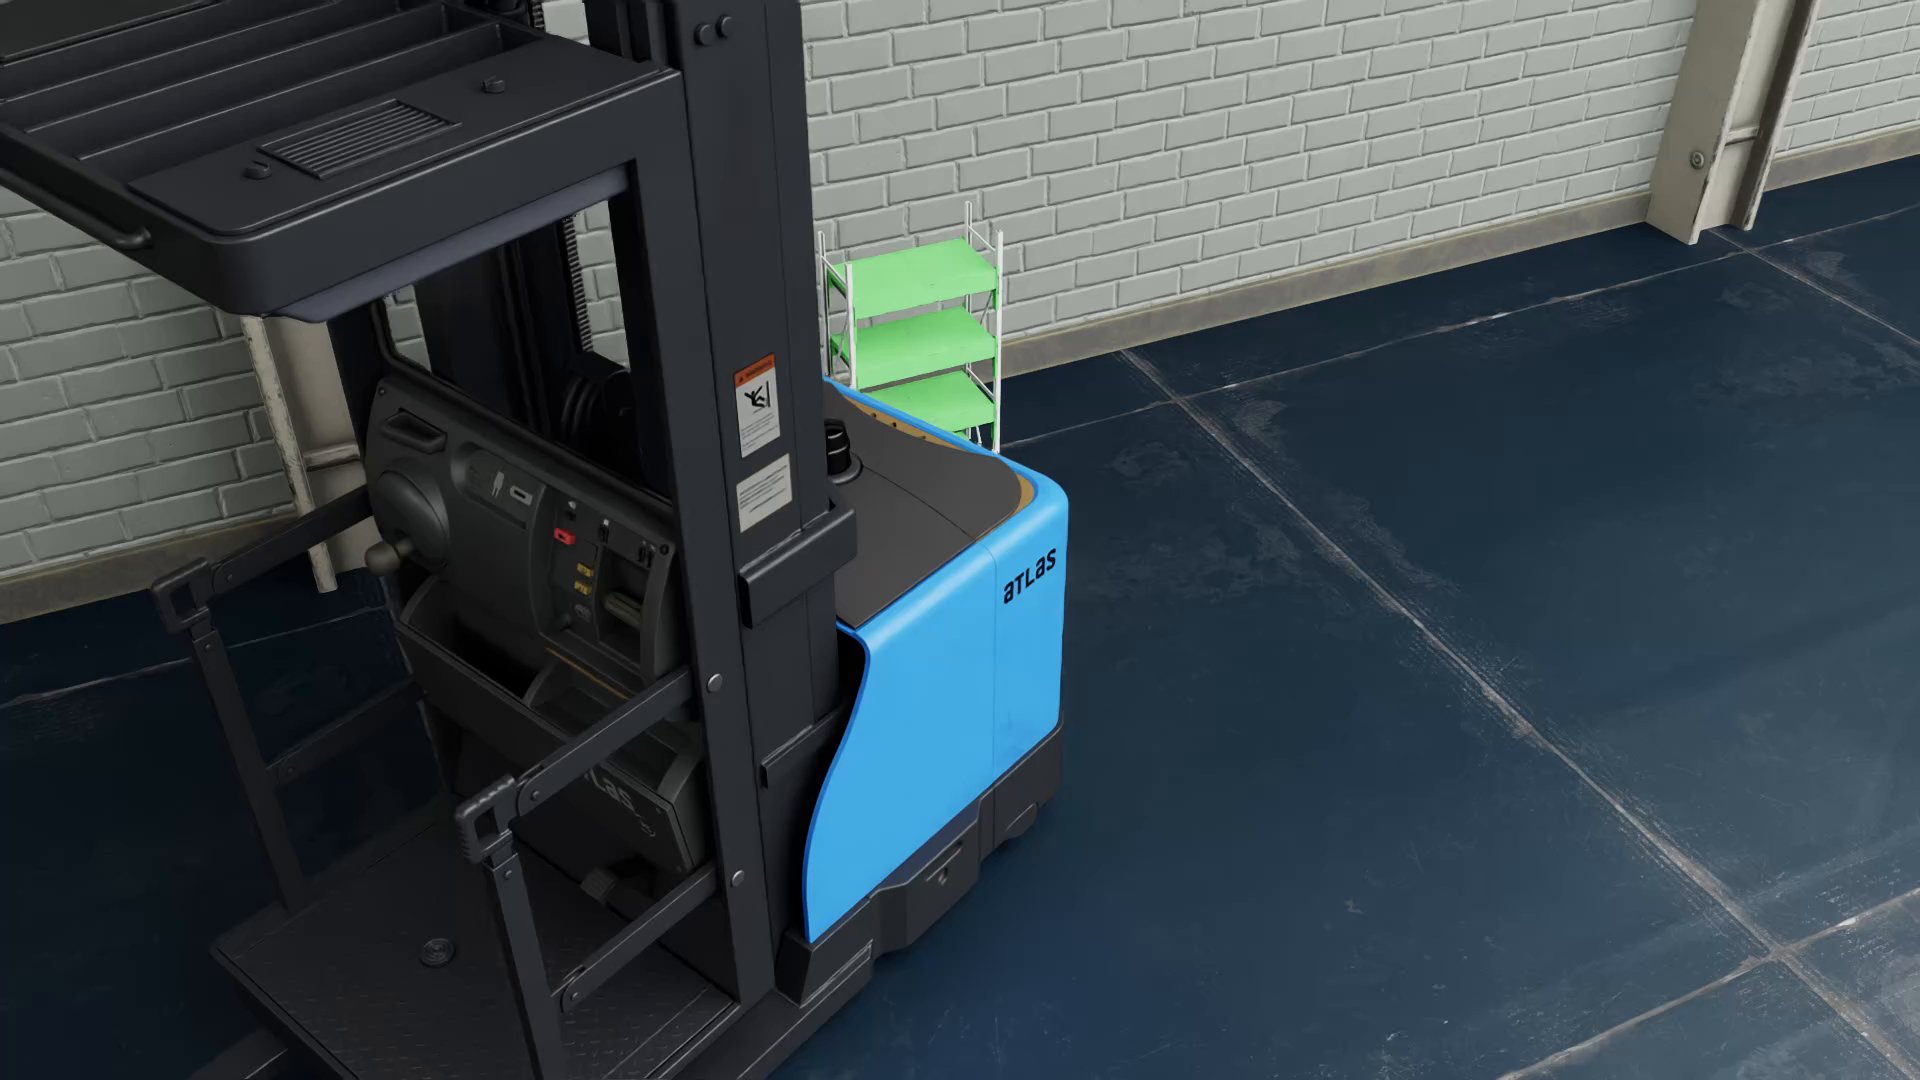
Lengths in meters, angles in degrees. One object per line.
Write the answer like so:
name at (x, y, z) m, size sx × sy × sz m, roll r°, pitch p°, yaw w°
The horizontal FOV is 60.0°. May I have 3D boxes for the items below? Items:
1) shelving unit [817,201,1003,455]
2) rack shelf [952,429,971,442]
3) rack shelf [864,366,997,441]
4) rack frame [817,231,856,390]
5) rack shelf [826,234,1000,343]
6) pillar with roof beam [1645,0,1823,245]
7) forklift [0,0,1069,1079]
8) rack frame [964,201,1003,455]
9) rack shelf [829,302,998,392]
shelving unit at (-0.150, -0.440, 5.336) m, size 0.503 × 1.200 × 0.258 m, roll -16°, pitch 39°, yaw -20°
rack shelf at (-0.150, -0.196, 5.517) m, size 0.480 × 0.148 × 0.258 m, roll -16°, pitch 39°, yaw -20°
rack shelf at (-0.150, -0.389, 5.374) m, size 0.480 × 0.148 × 0.258 m, roll -16°, pitch 39°, yaw -20°
rack frame at (-0.371, -0.378, 5.253) m, size 0.015 × 1.200 × 0.240 m, roll -16°, pitch 39°, yaw -20°
rack shelf at (-0.150, -0.774, 5.088) m, size 0.480 × 0.148 × 0.258 m, roll -16°, pitch 39°, yaw -20°
pillar with roof beam at (5.253, -2.767, 1.926) m, size 0.400 × 9.000 × 9.100 m, roll -16°, pitch 39°, yaw -20°
forklift at (-1.037, 0.045, 3.229) m, size 1.130 × 2.935 × 3.031 m, roll 26°, pitch 44°, yaw 31°
rack frame at (0.071, -0.502, 5.419) m, size 0.015 × 1.200 × 0.240 m, roll -16°, pitch 39°, yaw -20°
rack shelf at (-0.150, -0.581, 5.231) m, size 0.480 × 0.148 × 0.258 m, roll -16°, pitch 39°, yaw -20°
